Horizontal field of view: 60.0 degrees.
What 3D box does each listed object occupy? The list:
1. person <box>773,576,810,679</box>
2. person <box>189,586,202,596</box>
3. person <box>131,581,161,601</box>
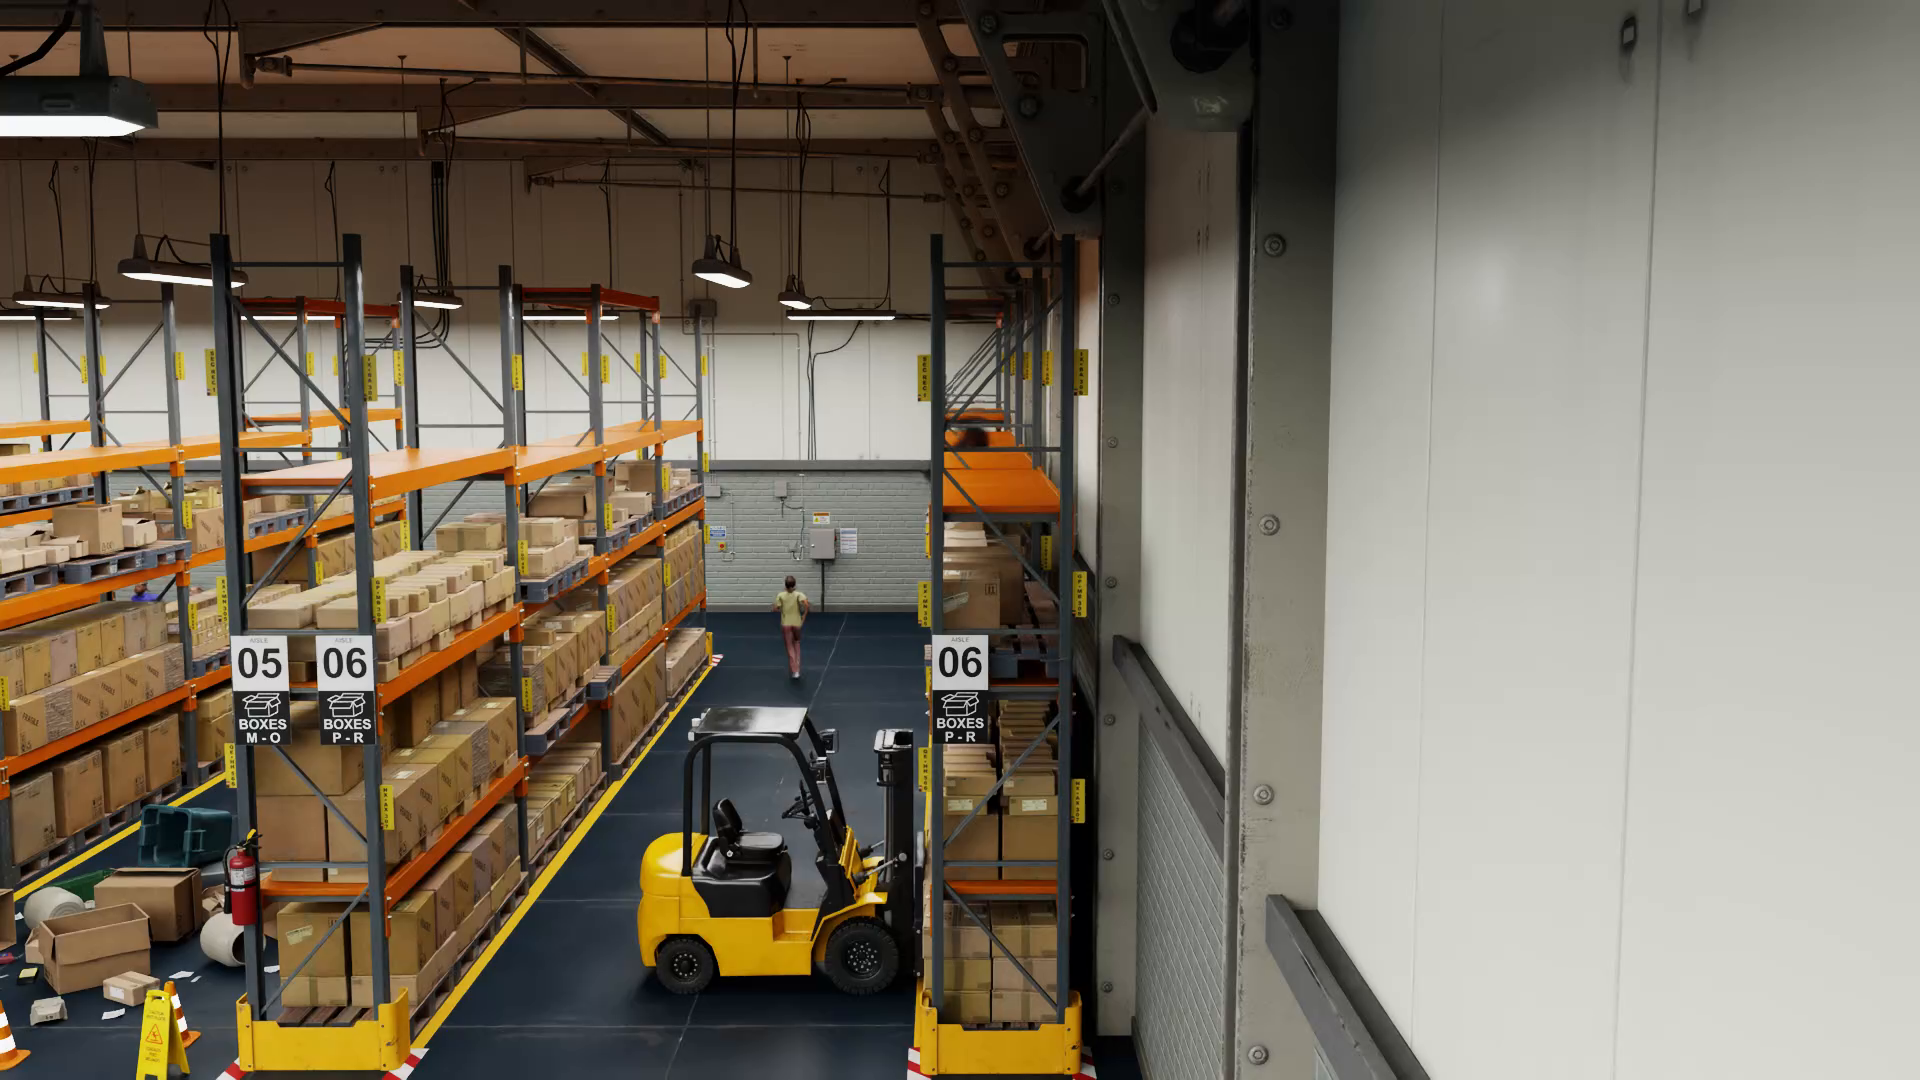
[{"bbox_3d":[-2.695,1.414,26.569,0.562,1.685,0.749,-2,7,-15],"label":"person"},{"bbox_3d":[-11.558,1.536,25.418,0.679,1.704,0.669,2,7,14],"label":"person"},{"bbox_3d":[-12.915,1.449,26.453,0.604,1.680,0.713,-1,6,-10],"label":"person"}]
